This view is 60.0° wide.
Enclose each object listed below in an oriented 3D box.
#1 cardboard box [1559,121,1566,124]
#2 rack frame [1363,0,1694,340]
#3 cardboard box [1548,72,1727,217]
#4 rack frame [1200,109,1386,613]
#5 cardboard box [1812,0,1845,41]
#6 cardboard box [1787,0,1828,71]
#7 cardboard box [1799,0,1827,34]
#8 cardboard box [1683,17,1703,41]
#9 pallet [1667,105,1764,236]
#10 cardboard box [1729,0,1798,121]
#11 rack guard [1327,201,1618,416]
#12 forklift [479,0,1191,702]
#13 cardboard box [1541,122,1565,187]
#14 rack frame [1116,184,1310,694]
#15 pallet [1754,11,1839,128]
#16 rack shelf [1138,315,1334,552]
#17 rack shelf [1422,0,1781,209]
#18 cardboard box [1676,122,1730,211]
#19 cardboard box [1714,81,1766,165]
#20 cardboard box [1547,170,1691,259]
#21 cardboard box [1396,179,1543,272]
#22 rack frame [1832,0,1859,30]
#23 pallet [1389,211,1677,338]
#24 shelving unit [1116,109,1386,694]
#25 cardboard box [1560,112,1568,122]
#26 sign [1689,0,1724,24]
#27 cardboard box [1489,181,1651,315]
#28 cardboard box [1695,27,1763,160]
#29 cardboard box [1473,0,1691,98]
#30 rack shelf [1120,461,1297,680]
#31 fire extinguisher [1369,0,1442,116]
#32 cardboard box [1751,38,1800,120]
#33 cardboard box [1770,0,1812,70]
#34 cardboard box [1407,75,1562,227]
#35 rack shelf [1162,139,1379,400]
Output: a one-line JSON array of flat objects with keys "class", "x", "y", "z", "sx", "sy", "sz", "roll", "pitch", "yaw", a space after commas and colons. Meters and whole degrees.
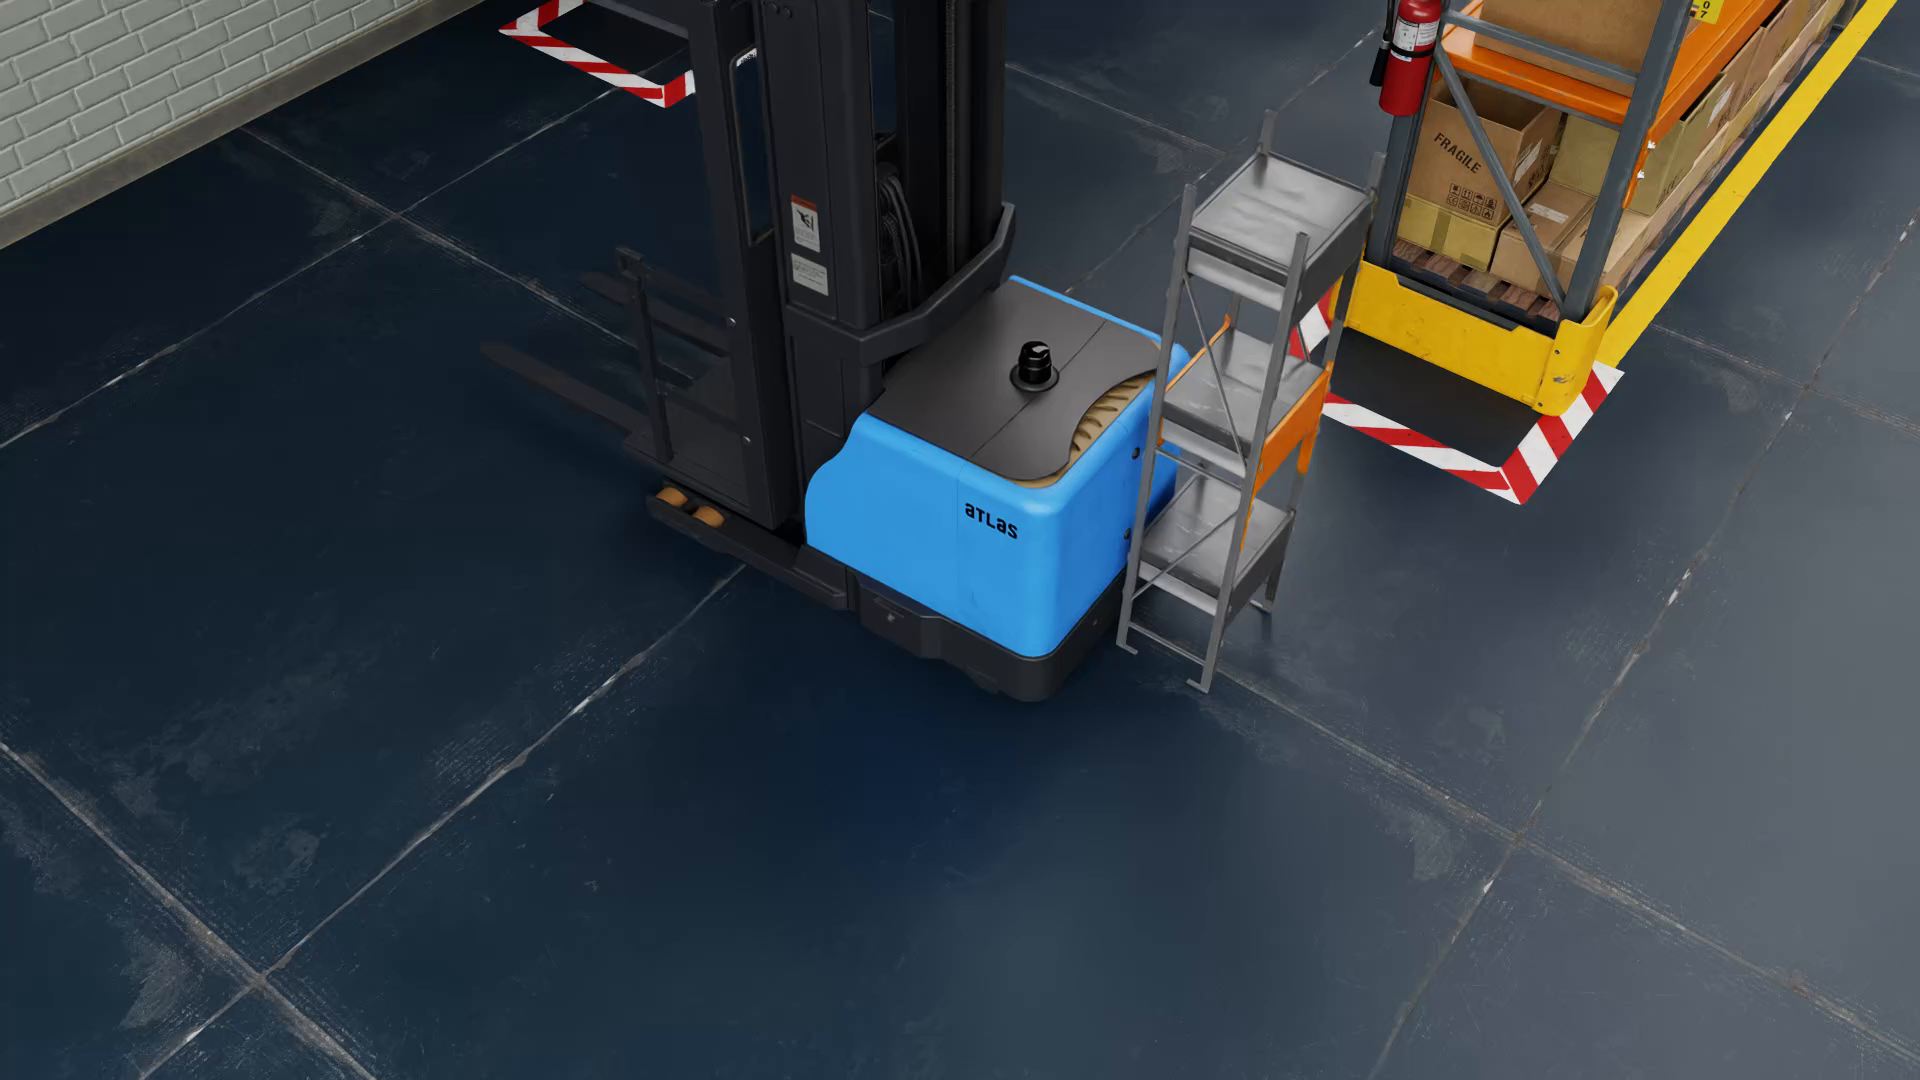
[{"class": "cardboard box", "x": 2.961, "y": -2.139, "z": 8.330, "sx": 0.500, "sy": 0.250, "sz": 0.500, "roll": 29, "pitch": 53, "yaw": 25}, {"class": "rack frame", "x": 2.266, "y": -1.928, "z": 6.517, "sx": 1.000, "sy": 3.000, "sz": 0.127, "roll": 29, "pitch": 53, "yaw": 25}, {"class": "cardboard box", "x": 3.075, "y": -1.877, "z": 7.562, "sx": 0.500, "sy": 0.500, "sz": 0.500, "roll": 29, "pitch": 53, "yaw": 25}, {"class": "rack frame", "x": 1.073, "y": -0.516, "z": 5.781, "sx": 0.400, "sy": 2.100, "sz": 0.015, "roll": 28, "pitch": 53, "yaw": 22}, {"class": "cardboard box", "x": 4.601, "y": -3.050, "z": 9.200, "sx": 0.500, "sy": 0.250, "sz": 0.500, "roll": 29, "pitch": 53, "yaw": 25}, {"class": "cardboard box", "x": 4.288, "y": -2.768, "z": 8.931, "sx": 0.500, "sy": 0.250, "sz": 0.500, "roll": 29, "pitch": 53, "yaw": 25}, {"class": "cardboard box", "x": 4.287, "y": -3.028, "z": 8.661, "sx": 0.500, "sy": 0.500, "sz": 0.500, "roll": 29, "pitch": 53, "yaw": 25}, {"class": "cardboard box", "x": 2.879, "y": -2.526, "z": 7.020, "sx": 0.700, "sy": 0.500, "sz": 0.500, "roll": 31, "pitch": 53, "yaw": 26}, {"class": "pallet", "x": 3.447, "y": -2.116, "z": 8.625, "sx": 1.003, "sy": 0.211, "sz": 1.213, "roll": 29, "pitch": 53, "yaw": 25}, {"class": "cardboard box", "x": 3.690, "y": -2.448, "z": 8.106, "sx": 0.500, "sy": 0.500, "sz": 0.500, "roll": 29, "pitch": 53, "yaw": 25}, {"class": "rack guard", "x": 2.252, "y": -1.051, "z": 7.408, "sx": 1.175, "sy": 0.500, "sz": 0.348, "roll": 29, "pitch": 53, "yaw": 25}, {"class": "forklift", "x": -0.662, "y": -1.272, "z": 5.938, "sx": 3.031, "sy": 2.935, "sz": 1.130, "roll": 26, "pitch": 52, "yaw": 23}, {"class": "cardboard box", "x": 2.657, "y": -1.852, "z": 8.056, "sx": 0.500, "sy": 0.250, "sz": 0.500, "roll": 29, "pitch": 53, "yaw": 25}, {"class": "rack frame", "x": 0.789, "y": -0.229, "z": 5.507, "sx": 0.400, "sy": 2.100, "sz": 0.015, "roll": 28, "pitch": 53, "yaw": 22}, {"class": "pallet", "x": 4.193, "y": -2.817, "z": 9.295, "sx": 1.003, "sy": 0.211, "sz": 1.213, "roll": 29, "pitch": 53, "yaw": 25}, {"class": "rack shelf", "x": 0.931, "y": -0.363, "z": 5.654, "sx": 0.431, "sy": 0.518, "sz": 0.480, "roll": 28, "pitch": 53, "yaw": 22}, {"class": "rack shelf", "x": 3.489, "y": -2.824, "z": 7.870, "sx": 1.077, "sy": 0.370, "sz": 4.000, "roll": 29, "pitch": 53, "yaw": 25}, {"class": "cardboard box", "x": 3.379, "y": -1.905, "z": 8.107, "sx": 0.500, "sy": 0.250, "sz": 0.500, "roll": 29, "pitch": 53, "yaw": 25}, {"class": "cardboard box", "x": 3.689, "y": -2.189, "z": 8.378, "sx": 0.500, "sy": 0.250, "sz": 0.500, "roll": 29, "pitch": 53, "yaw": 25}, {"class": "cardboard box", "x": 3.073, "y": -1.619, "z": 7.833, "sx": 0.500, "sy": 0.250, "sz": 0.500, "roll": 29, "pitch": 53, "yaw": 25}, {"class": "cardboard box", "x": 2.361, "y": -1.560, "z": 7.777, "sx": 0.500, "sy": 0.250, "sz": 0.500, "roll": 29, "pitch": 53, "yaw": 25}, {"class": "rack frame", "x": 4.712, "y": -4.217, "z": 8.703, "sx": 1.000, "sy": 3.000, "sz": 0.127, "roll": 29, "pitch": 53, "yaw": 25}, {"class": "pallet", "x": 2.701, "y": -1.421, "z": 7.961, "sx": 1.003, "sy": 0.211, "sz": 1.213, "roll": 29, "pitch": 53, "yaw": 25}, {"class": "shelving unit", "x": 0.931, "y": -0.373, "z": 5.644, "sx": 0.431, "sy": 2.100, "sz": 0.503, "roll": 28, "pitch": 53, "yaw": 22}, {"class": "cardboard box", "x": 2.959, "y": -2.399, "z": 8.060, "sx": 0.500, "sy": 0.500, "sz": 0.500, "roll": 29, "pitch": 53, "yaw": 25}, {"class": "sign", "x": 2.702, "y": -2.005, "z": 5.938, "sx": 0.100, "sy": 0.325, "sz": 0.005, "roll": 29, "pitch": 53, "yaw": 25}, {"class": "cardboard box", "x": 2.770, "y": -1.331, "z": 7.559, "sx": 0.500, "sy": 0.250, "sz": 0.500, "roll": 29, "pitch": 53, "yaw": 25}, {"class": "cardboard box", "x": 3.370, "y": -2.169, "z": 7.840, "sx": 0.500, "sy": 0.500, "sz": 0.500, "roll": 29, "pitch": 53, "yaw": 25}, {"class": "cardboard box", "x": 2.562, "y": -2.224, "z": 6.731, "sx": 0.700, "sy": 0.500, "sz": 0.500, "roll": 29, "pitch": 53, "yaw": 25}, {"class": "rack shelf", "x": 0.913, "y": 0.110, "z": 6.169, "sx": 0.431, "sy": 0.518, "sz": 0.480, "roll": 28, "pitch": 53, "yaw": 22}, {"class": "fire extinguisher", "x": 1.827, "y": -2.039, "z": 6.677, "sx": 0.296, "sy": 0.674, "sz": 0.183, "roll": 29, "pitch": 53, "yaw": 25}, {"class": "cardboard box", "x": 3.994, "y": -2.475, "z": 8.651, "sx": 0.500, "sy": 0.250, "sz": 0.500, "roll": 29, "pitch": 53, "yaw": 25}, {"class": "cardboard box", "x": 3.984, "y": -2.740, "z": 8.386, "sx": 0.500, "sy": 0.500, "sz": 0.500, "roll": 29, "pitch": 53, "yaw": 25}, {"class": "cardboard box", "x": 2.359, "y": -1.820, "z": 7.507, "sx": 0.500, "sy": 0.500, "sz": 0.500, "roll": 29, "pitch": 53, "yaw": 25}, {"class": "rack shelf", "x": 0.948, "y": -0.837, "z": 5.139, "sx": 0.431, "sy": 0.518, "sz": 0.480, "roll": 28, "pitch": 53, "yaw": 22}]
